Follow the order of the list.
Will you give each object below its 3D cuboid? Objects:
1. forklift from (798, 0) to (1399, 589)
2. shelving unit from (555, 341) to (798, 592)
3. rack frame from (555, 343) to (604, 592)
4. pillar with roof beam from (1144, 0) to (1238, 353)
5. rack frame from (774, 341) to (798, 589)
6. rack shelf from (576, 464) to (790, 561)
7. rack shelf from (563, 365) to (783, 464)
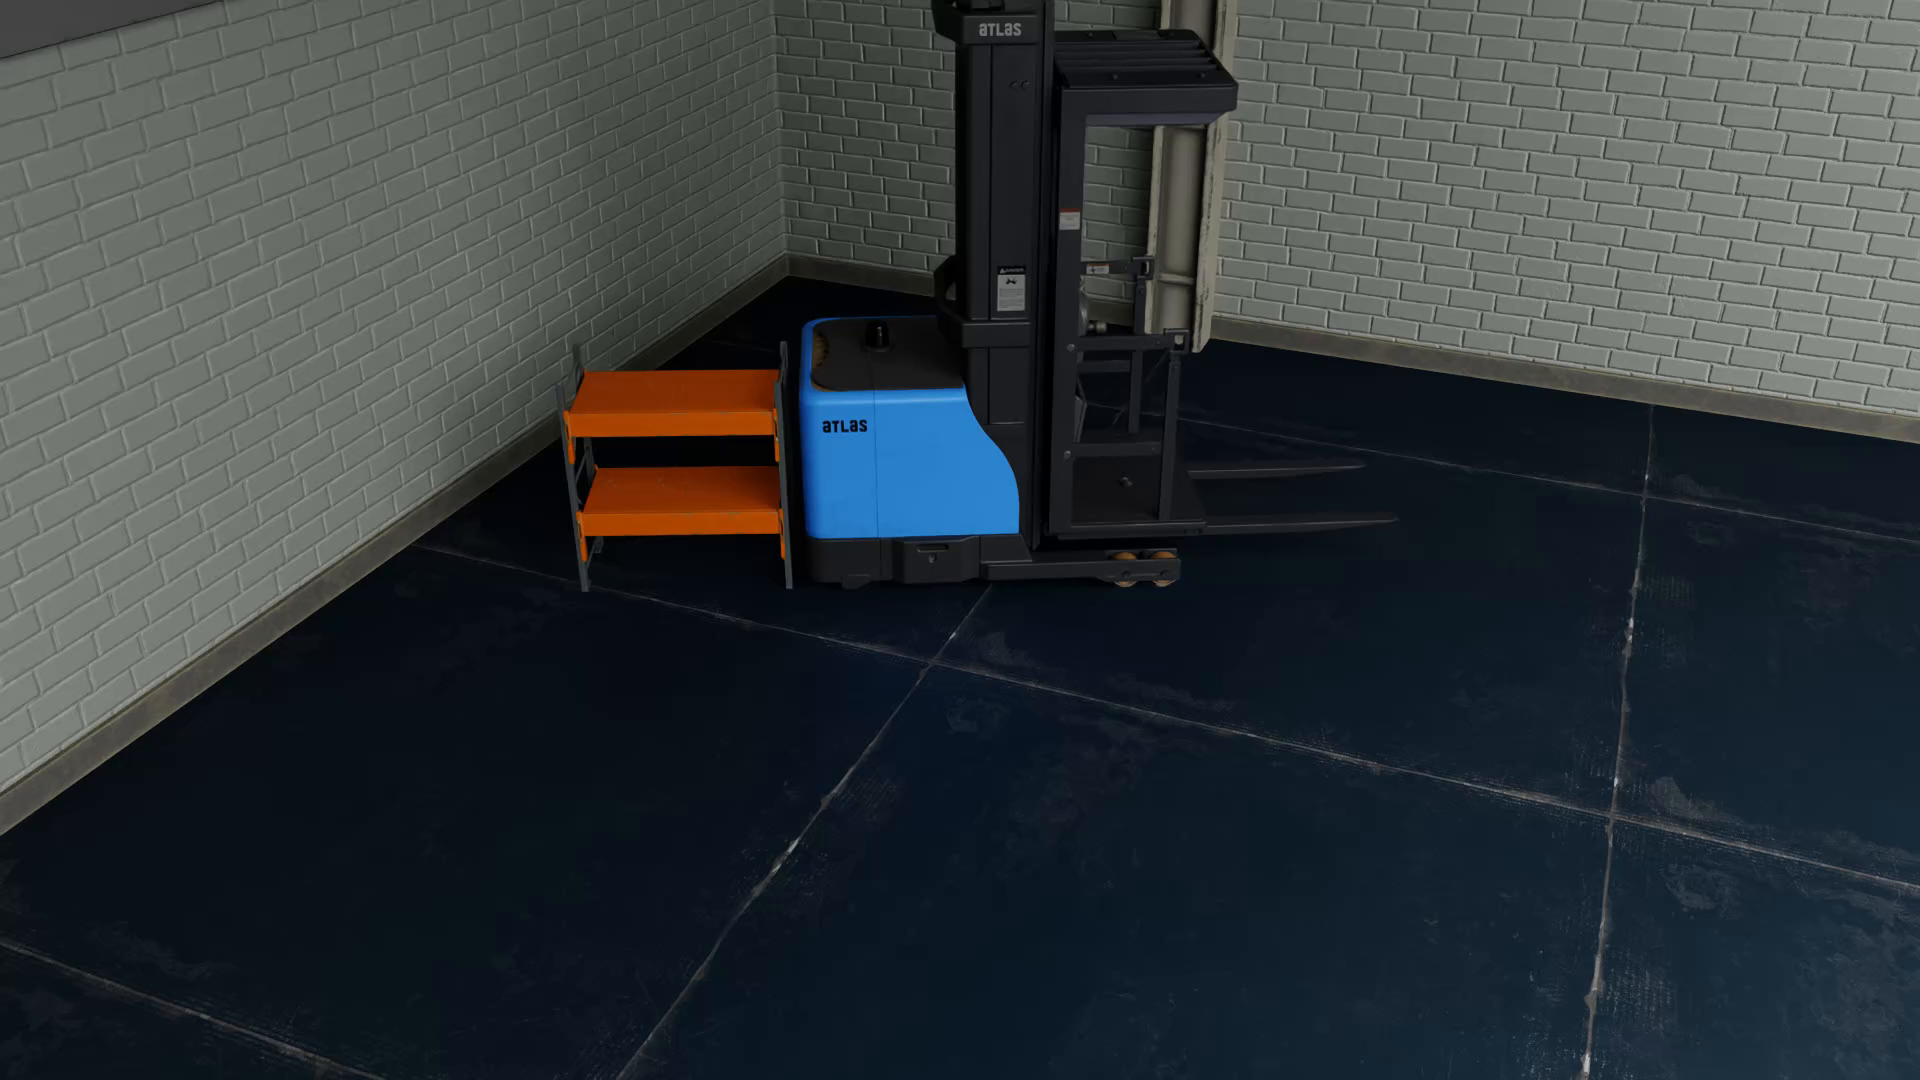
[{"bbox_3d":[0.708,-1.303,8.076,3.031,2.935,1.130,-2,30,-3],"label":"forklift"},{"bbox_3d":[-1.370,-0.361,8.246,1.048,1.125,0.538,-1,29,-1],"label":"shelving unit"},{"bbox_3d":[-1.878,-0.354,8.233,0.032,1.125,0.500,-1,29,-1],"label":"rack frame"},{"bbox_3d":[-0.174,-3.290,5.426,0.400,9.000,9.100,11,31,19],"label":"pillar with roof beam"},{"bbox_3d":[-0.862,-0.368,8.258,0.032,1.125,0.500,-1,29,-1],"label":"rack frame"},{"bbox_3d":[-1.370,-0.148,8.366,1.000,0.278,0.538,-1,29,-1],"label":"rack shelf"},{"bbox_3d":[-1.370,-0.616,8.102,1.000,0.278,0.538,-1,29,-1],"label":"rack shelf"}]
